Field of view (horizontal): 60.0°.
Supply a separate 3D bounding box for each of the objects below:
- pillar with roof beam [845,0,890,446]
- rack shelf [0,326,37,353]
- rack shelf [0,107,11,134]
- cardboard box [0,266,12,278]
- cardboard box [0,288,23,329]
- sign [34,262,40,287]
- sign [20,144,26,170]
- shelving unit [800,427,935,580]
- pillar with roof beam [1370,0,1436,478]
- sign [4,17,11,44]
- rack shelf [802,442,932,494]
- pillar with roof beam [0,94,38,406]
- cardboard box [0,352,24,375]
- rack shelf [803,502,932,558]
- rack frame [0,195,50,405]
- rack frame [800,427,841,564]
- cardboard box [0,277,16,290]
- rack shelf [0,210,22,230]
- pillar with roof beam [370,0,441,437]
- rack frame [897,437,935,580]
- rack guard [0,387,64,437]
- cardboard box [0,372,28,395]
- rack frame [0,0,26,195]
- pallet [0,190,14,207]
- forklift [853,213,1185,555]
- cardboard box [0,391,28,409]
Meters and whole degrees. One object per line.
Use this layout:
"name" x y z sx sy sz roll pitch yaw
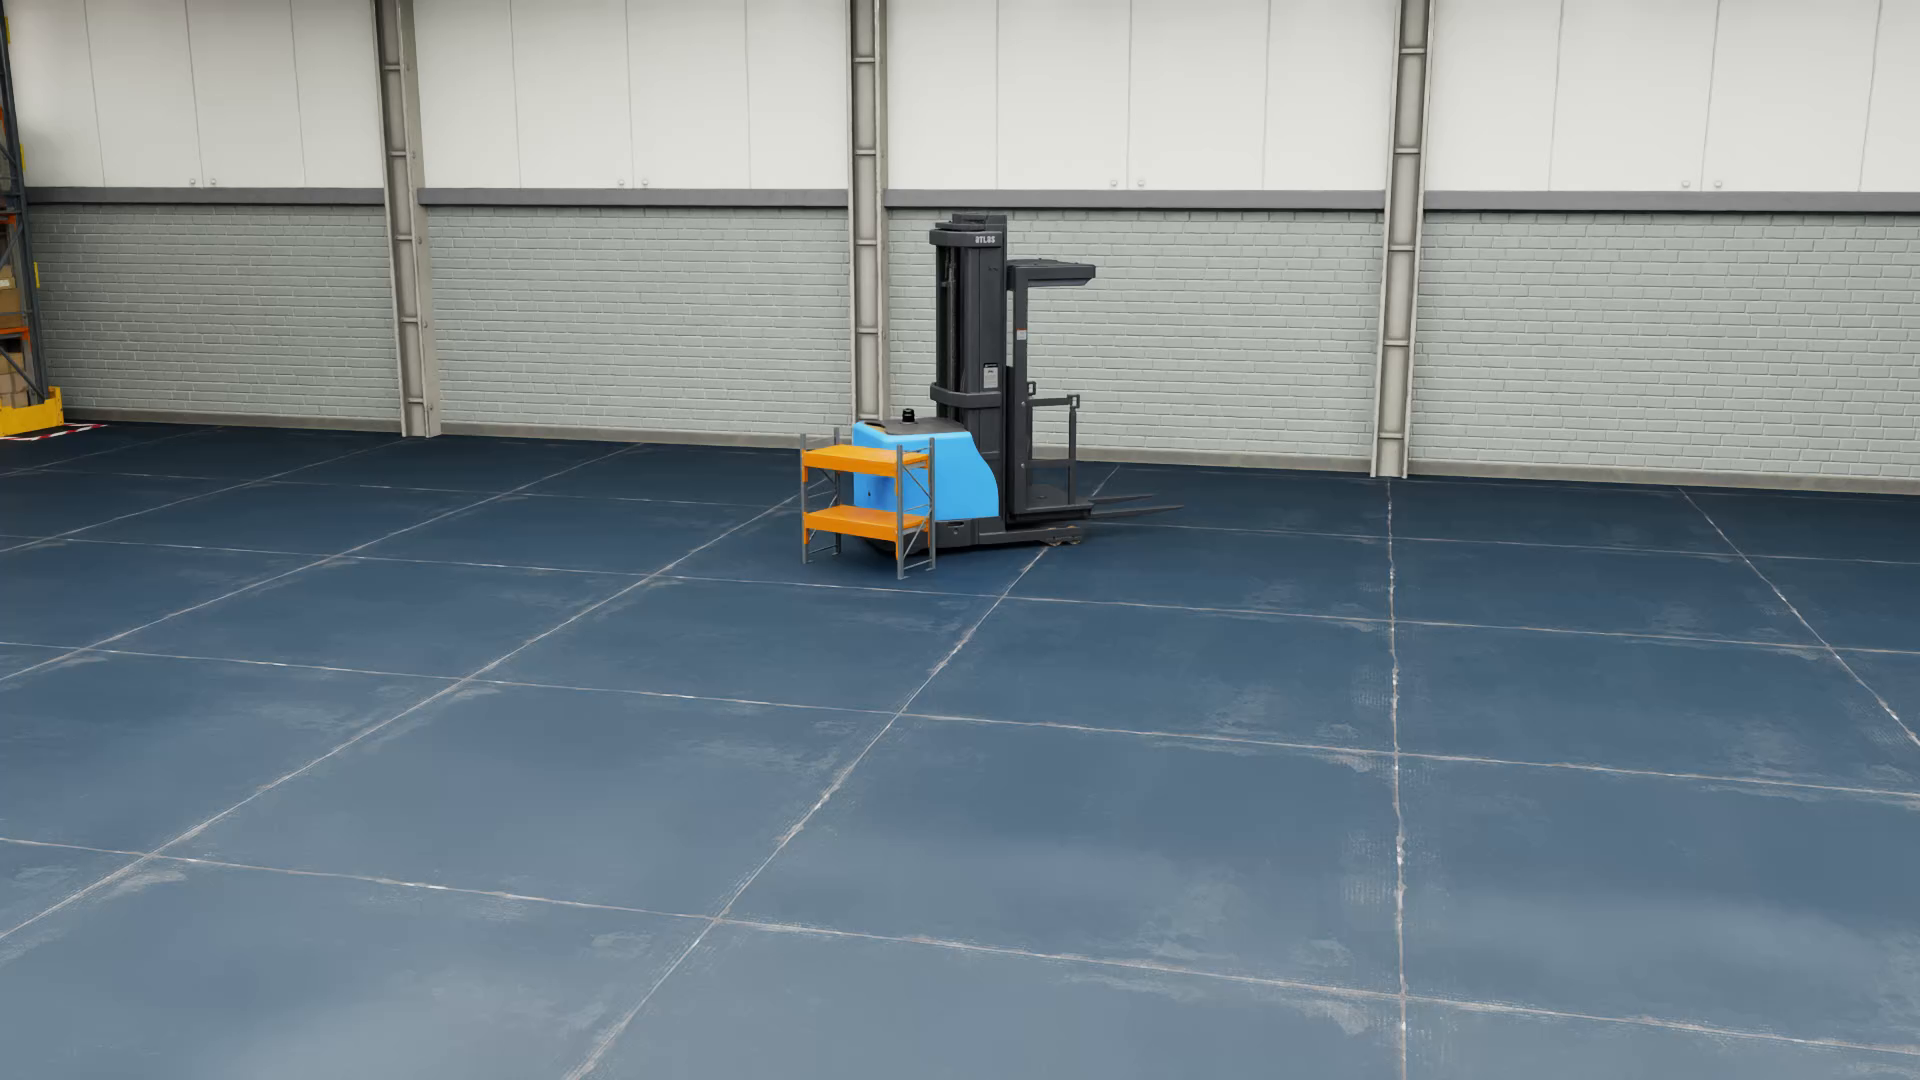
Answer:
"pillar with roof beam" -2.092 -4.520 14.833 0.400 9.000 9.100 3 13 14
"rack shelf" -14.193 -2.647 21.899 4.000 0.370 1.077 3 13 14
"rack shelf" -14.193 -5.380 21.292 4.000 0.370 1.077 3 13 14
"cardboard box" -12.526 -3.467 21.521 0.250 0.149 0.380 3 13 12
"cardboard box" -12.665 -3.027 21.721 0.500 0.500 0.500 3 13 15
"sign" -12.112 -3.472 21.775 0.005 0.325 0.100 3 13 14
"sign" -12.112 -4.940 21.449 0.005 0.325 0.100 3 13 14
"shelving unit" -0.783 -0.329 14.118 1.048 1.125 0.538 8 15 33
"pillar with roof beam" 3.733 -4.209 13.429 0.400 9.000 9.100 3 13 14
"sign" -12.112 -6.473 21.109 0.005 0.325 0.100 3 13 14
"rack shelf" -0.783 -0.614 14.054 1.000 0.278 0.538 8 15 33
"pillar with roof beam" -13.742 -5.143 17.640 0.400 9.000 9.100 3 13 14
"cardboard box" -12.672 -2.310 21.789 0.500 0.250 0.500 3 13 13
"rack shelf" -0.783 -0.090 14.171 1.000 0.278 0.538 8 15 33
"rack frame" -12.251 -2.894 21.353 0.127 3.000 1.000 3 13 14
"rack frame" -1.203 -0.391 14.397 0.032 1.125 0.500 8 15 33
"cardboard box" -12.518 -3.332 21.597 0.250 0.149 0.380 3 13 12
"rack shelf" -14.193 -4.111 21.574 4.000 0.370 1.077 3 13 14
"pillar with roof beam" -7.917 -4.832 16.236 0.400 9.000 9.100 3 13 14
"rack frame" -0.363 -0.266 13.838 0.032 1.125 0.500 8 15 33
"rack guard" -12.228 -1.672 21.618 0.348 0.500 1.175 3 13 14
"cardboard box" -12.658 -2.069 21.858 0.500 0.250 0.500 3 13 15
"rack frame" -12.251 -5.823 20.703 0.127 3.000 1.000 3 13 14
"pallet" -12.931 -4.357 21.227 1.213 0.211 1.003 3 13 14
"forklift" 0.585 -1.479 15.132 3.031 2.935 1.130 -5 13 -20
"cardboard box" -12.681 -1.823 21.905 0.500 0.250 0.500 3 13 14
